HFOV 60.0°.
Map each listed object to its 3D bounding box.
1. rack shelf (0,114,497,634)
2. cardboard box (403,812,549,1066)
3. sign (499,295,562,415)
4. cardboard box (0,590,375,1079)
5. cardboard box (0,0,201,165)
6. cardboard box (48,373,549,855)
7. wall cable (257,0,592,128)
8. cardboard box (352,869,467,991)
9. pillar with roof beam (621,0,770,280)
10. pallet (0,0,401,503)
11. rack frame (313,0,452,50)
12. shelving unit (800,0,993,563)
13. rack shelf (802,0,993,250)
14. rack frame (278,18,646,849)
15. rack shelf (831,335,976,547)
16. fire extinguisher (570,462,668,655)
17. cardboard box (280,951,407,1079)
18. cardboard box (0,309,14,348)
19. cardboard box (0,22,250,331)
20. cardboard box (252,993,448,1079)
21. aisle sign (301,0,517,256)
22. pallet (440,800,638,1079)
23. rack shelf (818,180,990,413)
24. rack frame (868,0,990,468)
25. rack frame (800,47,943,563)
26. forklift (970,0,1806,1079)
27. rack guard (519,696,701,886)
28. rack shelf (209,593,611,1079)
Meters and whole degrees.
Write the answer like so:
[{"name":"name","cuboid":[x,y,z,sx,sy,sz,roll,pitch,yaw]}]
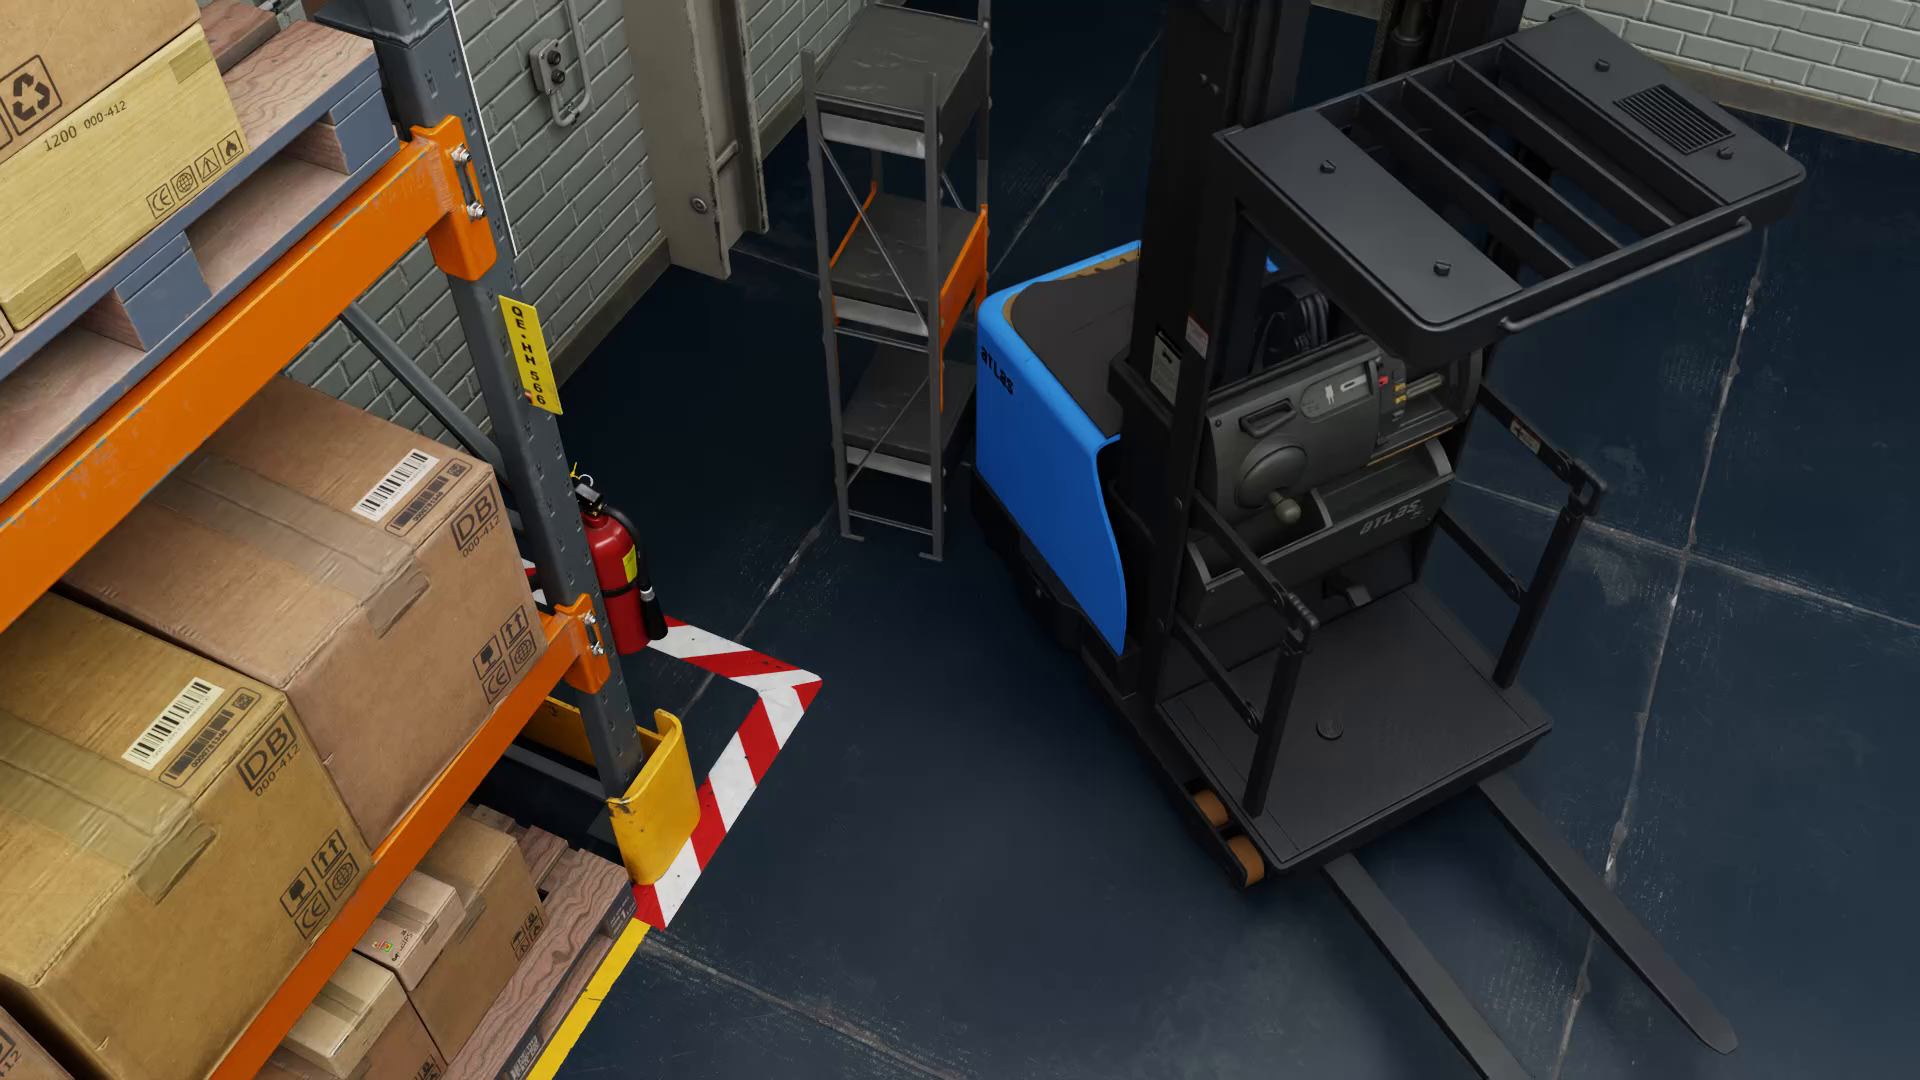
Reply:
[{"name":"rack shelf","cuboid":[-2.299,0.495,2.362,1.077,0.370,4.000,20,52,16]},{"name":"cardboard box","cuboid":[-1.653,1.045,4.757,0.700,0.500,0.500,20,52,16]},{"name":"sign","cuboid":[-0.959,-0.409,3.713,0.100,0.325,0.005,20,52,16]},{"name":"cardboard box","cuboid":[-1.954,0.618,3.557,0.980,0.700,0.700,19,52,16]},{"name":"cardboard box","cuboid":[-1.510,-0.886,2.329,0.500,0.500,0.500,20,52,16]},{"name":"cardboard box","cuboid":[-1.653,0.114,3.987,0.980,0.700,0.700,22,53,18]},{"name":"wall cable","cuboid":[-1.752,-1.662,5.028,0.084,1.984,1.851,20,52,16]},{"name":"cardboard box","cuboid":[-1.543,0.982,4.384,0.380,0.149,0.250,19,52,16]},{"name":"pillar with roof beam","cuboid":[2.820,-2.828,2.747,9.100,9.000,0.400,20,52,16]},{"name":"pallet","cuboid":[-1.752,-0.573,2.856,1.003,0.211,1.213,20,52,16]},{"name":"rack frame","cuboid":[-1.444,-2.088,2.118,1.000,3.000,0.127,20,52,16]},{"name":"shelving unit","cuboid":[-0.179,-0.827,5.575,0.431,2.100,0.503,14,51,12]},{"name":"rack shelf","cuboid":[-0.179,-1.272,5.052,0.431,0.518,0.480,14,51,12]},{"name":"rack frame","cuboid":[-1.444,-0.144,4.403,1.000,3.000,0.127,20,52,16]},{"name":"rack shelf","cuboid":[-0.178,-0.364,6.118,0.431,0.518,0.480,14,51,12]},{"name":"fire extinguisher","cuboid":[-0.962,0.049,4.535,0.296,0.674,0.183,20,52,16]},{"name":"cardboard box","cuboid":[-1.651,1.159,4.234,0.380,0.149,0.250,21,53,17]},{"name":"cardboard box","cuboid":[-1.738,-0.286,2.311,0.500,0.250,0.500,18,52,15]},{"name":"cardboard box","cuboid":[-1.517,-0.645,2.617,0.500,0.250,0.500,21,53,17]},{"name":"cardboard box","cuboid":[-1.867,1.390,4.464,0.700,0.500,0.500,20,52,16]},{"name":"aisle sign","cuboid":[-1.142,-0.938,3.372,0.394,0.787,0.004,20,52,16]},{"name":"pallet","cuboid":[-1.715,1.336,4.975,1.003,0.211,1.213,20,52,16]},{"name":"rack shelf","cuboid":[-0.179,-0.818,5.585,0.431,0.518,0.480,14,51,12]},{"name":"rack frame","cuboid":[-0.101,-1.003,5.725,0.400,2.100,0.015,14,51,12]},{"name":"rack frame","cuboid":[-0.256,-0.650,5.425,0.400,2.100,0.015,14,51,12]},{"name":"forklift","cuboid":[1.193,-0.250,4.539,1.130,2.935,3.031,-23,53,-18]},{"name":"rack guard","cuboid":[-1.434,0.650,5.369,1.175,0.500,0.348,20,52,16]},{"name":"rack shelf","cuboid":[-2.299,1.467,3.505,1.077,0.370,4.000,20,52,16]}]
